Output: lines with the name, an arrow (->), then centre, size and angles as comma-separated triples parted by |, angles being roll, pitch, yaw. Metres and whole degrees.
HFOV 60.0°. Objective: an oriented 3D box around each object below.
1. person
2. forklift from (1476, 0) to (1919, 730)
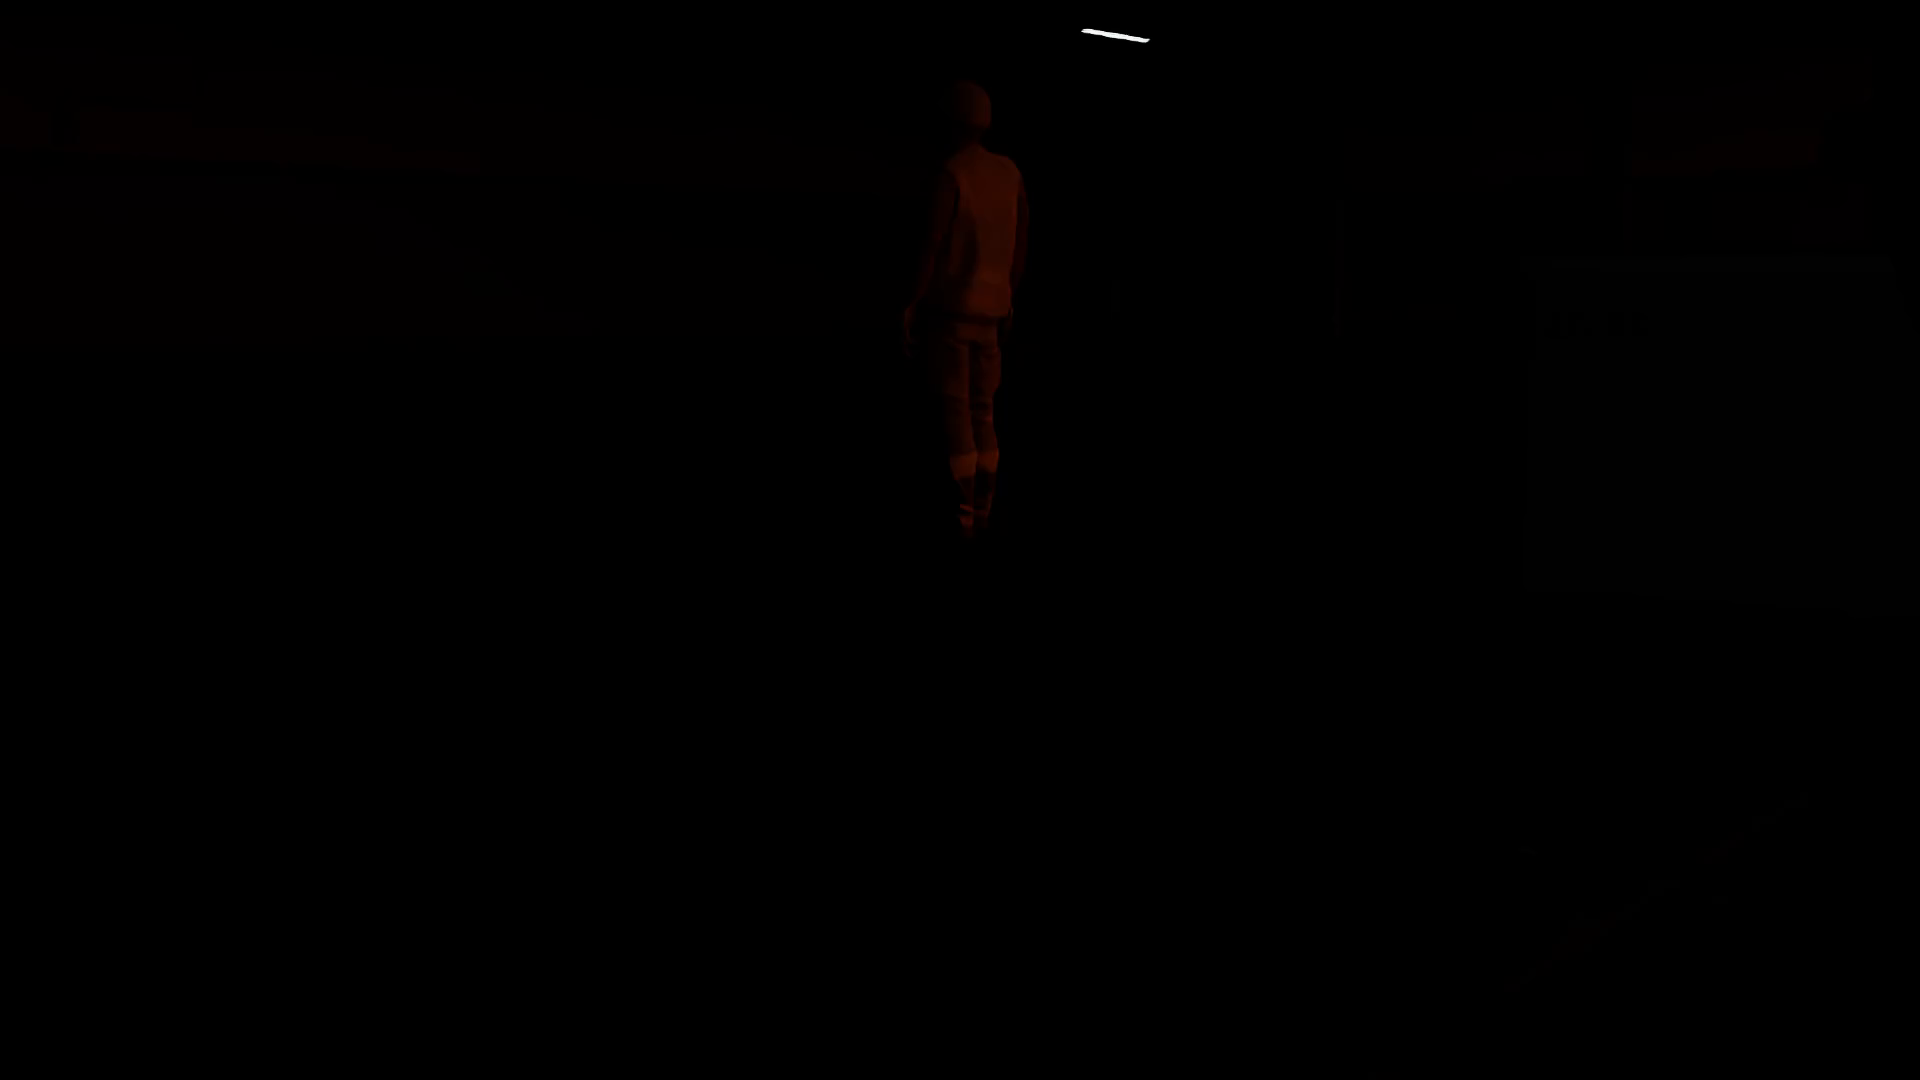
person -> -0.050, -0.901, 6.646 | 0.563, 1.787, 0.637 | 8, 12, 43
forklift -> 2.808, -1.012, 3.594 | 3.031, 2.935, 1.130 | 4, 9, 24
